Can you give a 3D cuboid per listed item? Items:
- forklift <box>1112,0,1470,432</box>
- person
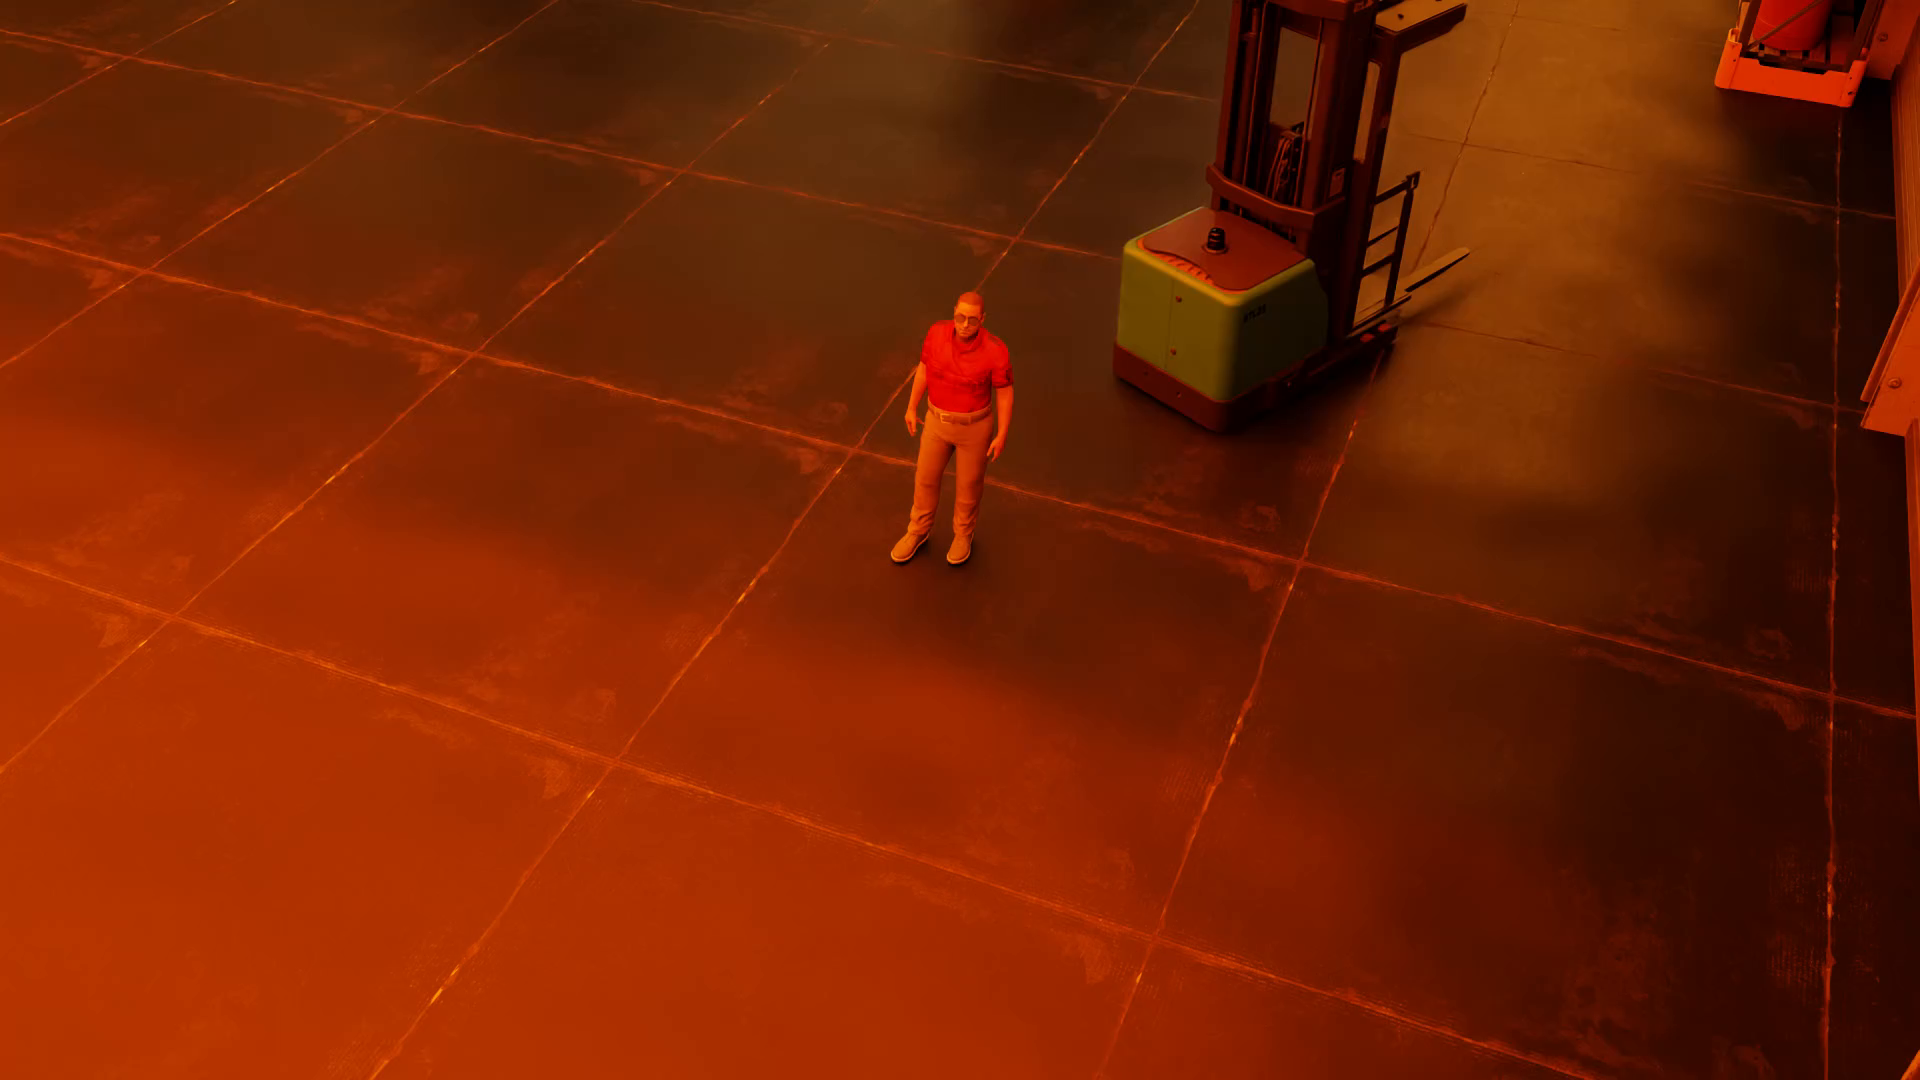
[{"bbox_3d":[2.501,-2.655,11.178,3.031,2.935,1.130,-30,48,-31],"label":"forklift"},{"bbox_3d":[-0.045,-0.618,9.669,0.641,1.727,0.550,15,42,17],"label":"person"}]
